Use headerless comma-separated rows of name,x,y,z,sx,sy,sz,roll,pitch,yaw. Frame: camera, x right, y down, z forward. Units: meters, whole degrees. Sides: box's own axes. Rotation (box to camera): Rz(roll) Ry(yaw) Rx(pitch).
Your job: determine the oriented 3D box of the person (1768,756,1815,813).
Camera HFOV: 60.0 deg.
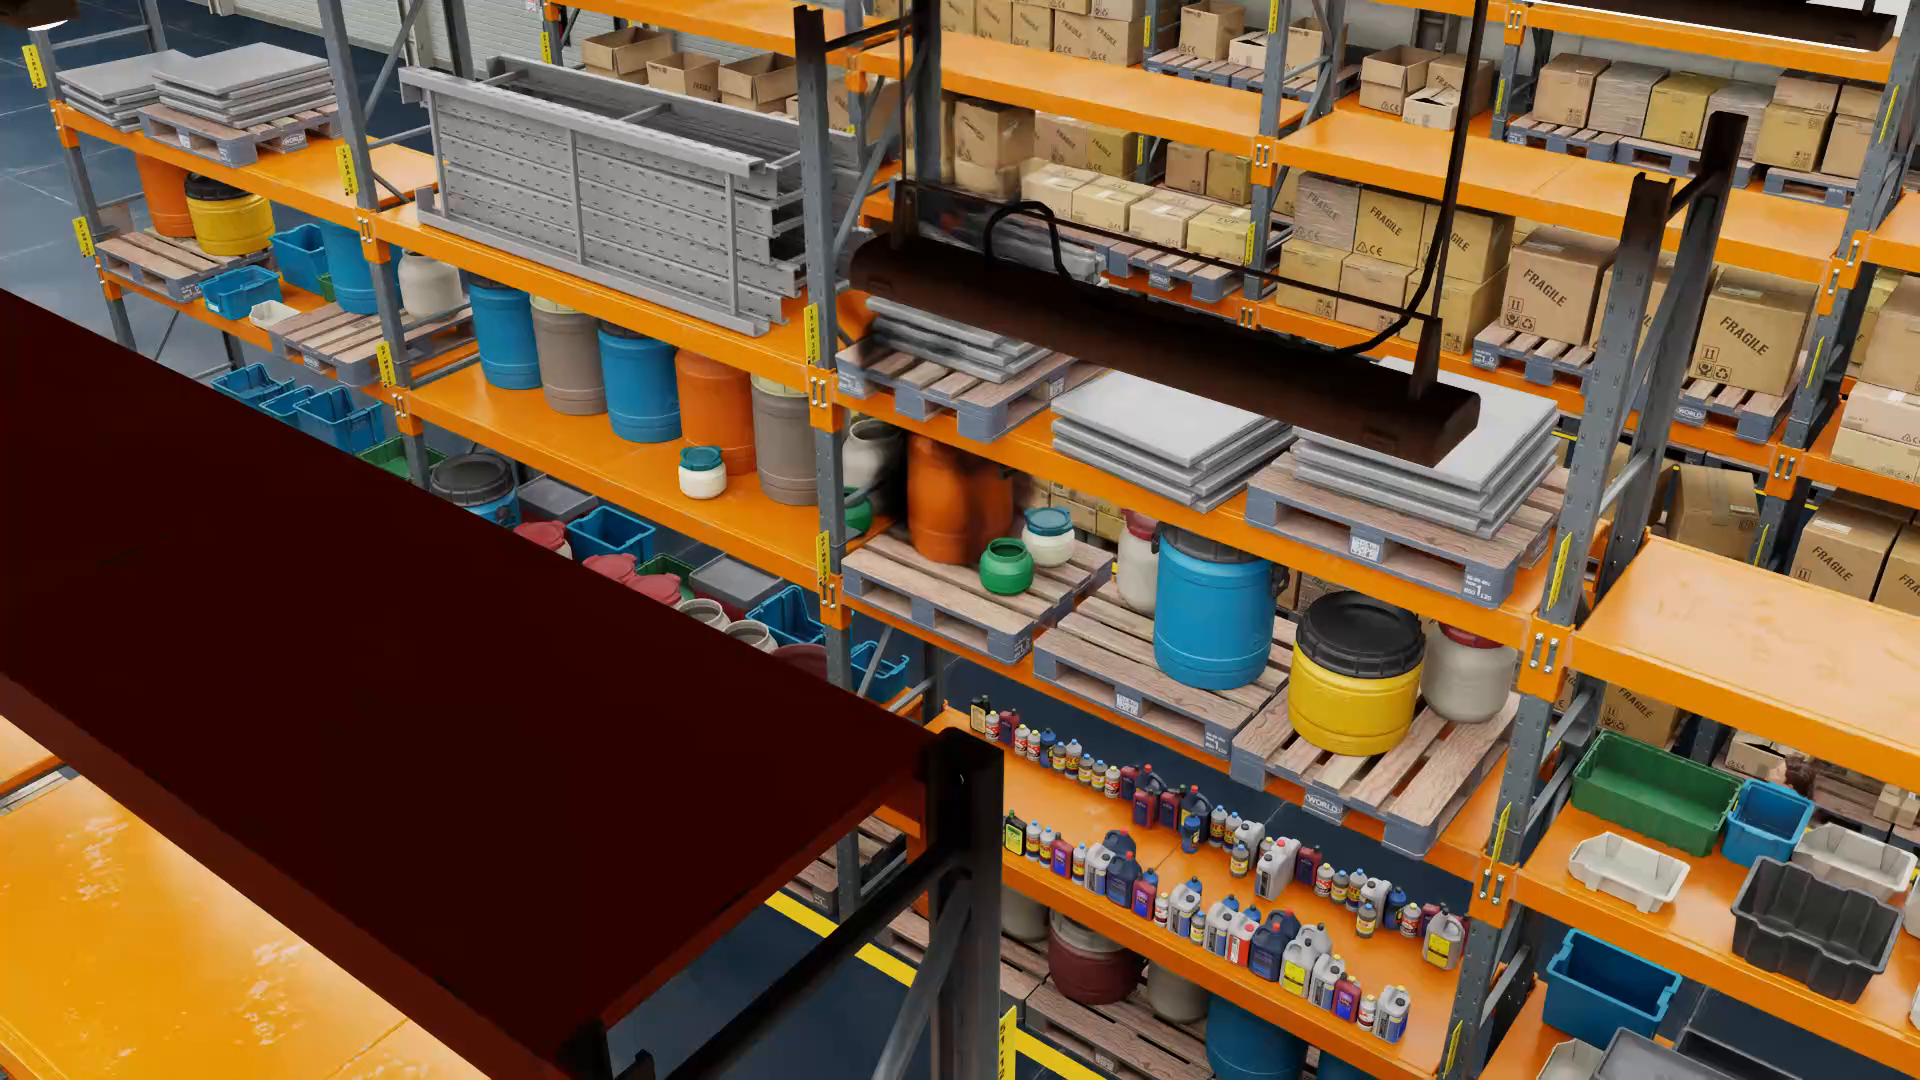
person,5.060,2.027,10.376,0.770,1.639,0.567,17,35,25
